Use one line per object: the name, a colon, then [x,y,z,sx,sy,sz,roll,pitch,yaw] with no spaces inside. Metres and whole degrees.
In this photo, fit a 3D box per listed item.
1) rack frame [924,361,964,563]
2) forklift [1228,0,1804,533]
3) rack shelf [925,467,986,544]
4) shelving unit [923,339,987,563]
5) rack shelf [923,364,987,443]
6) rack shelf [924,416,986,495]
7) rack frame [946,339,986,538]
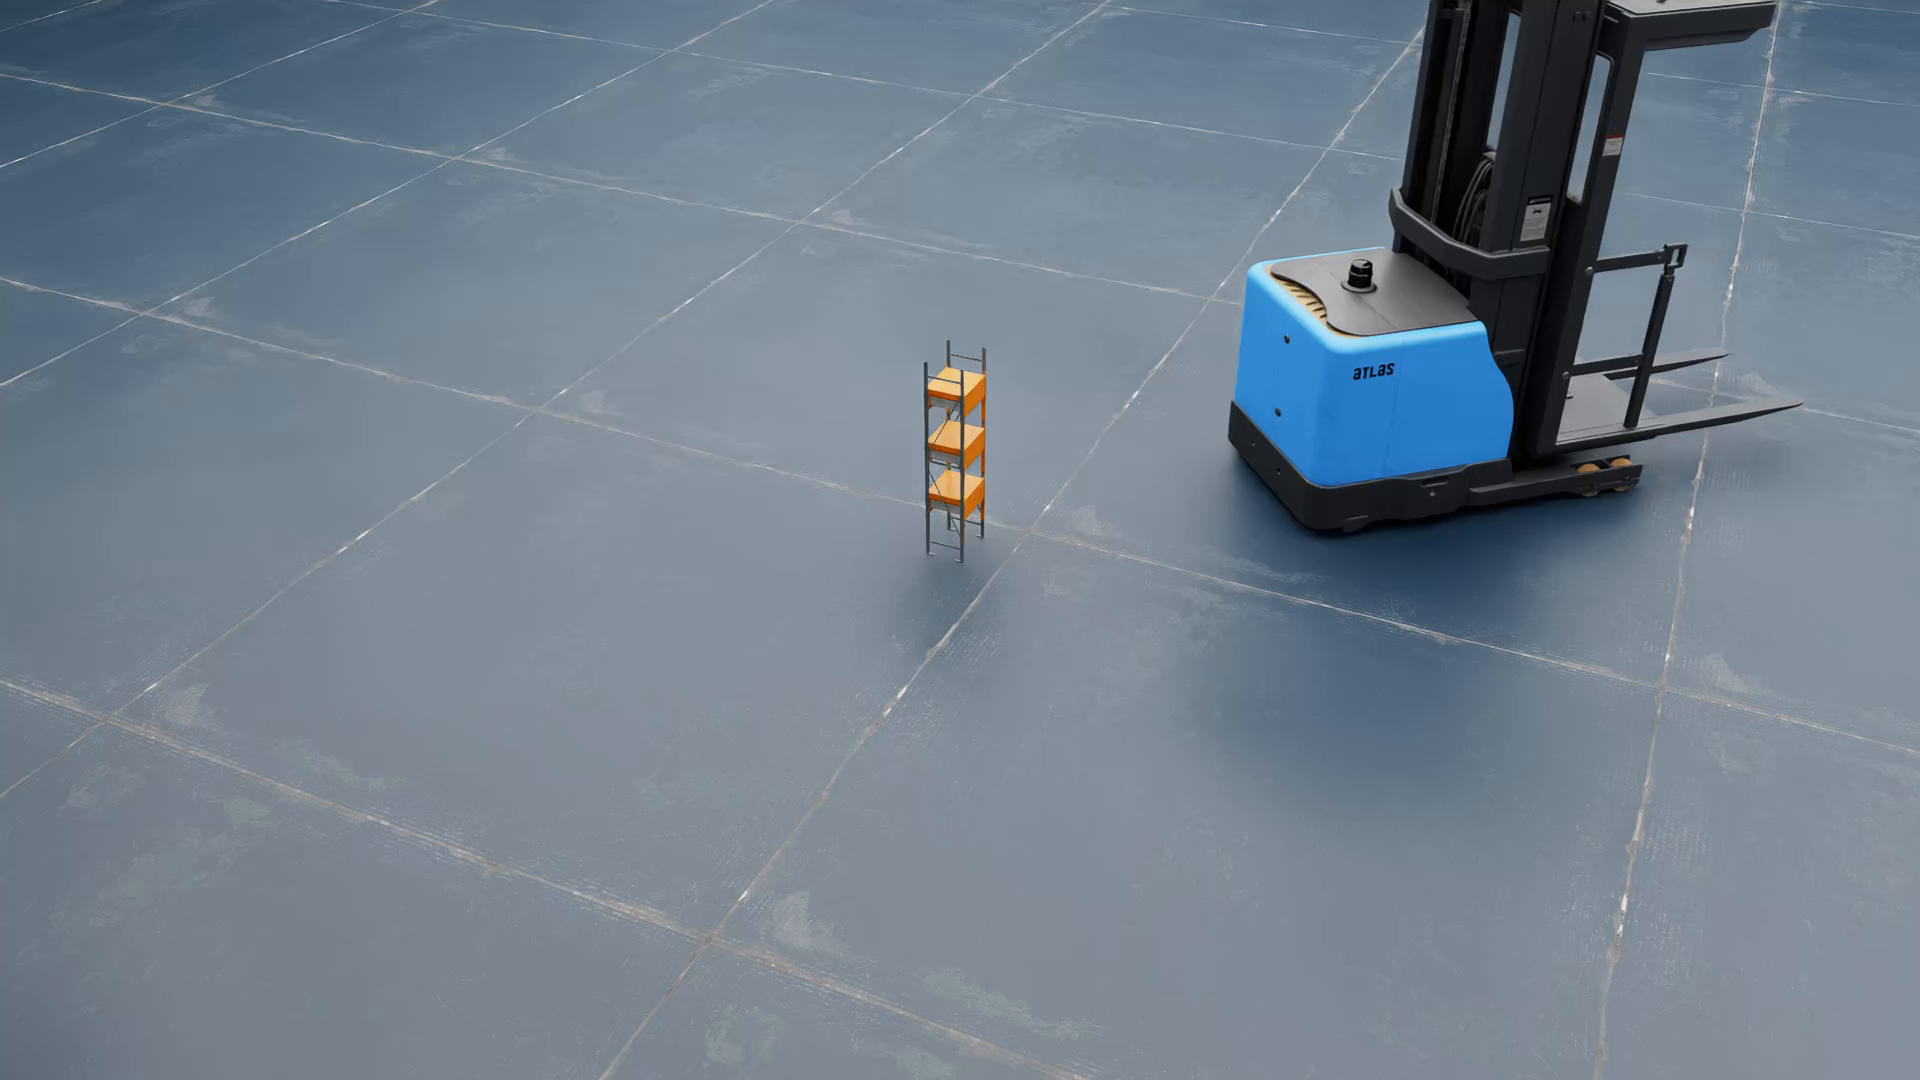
rack frame: [-0.073,-0.352,7.829,0.200,1.050,0.008,14,36,20]
forklift: [3.017,-1.718,8.197,3.031,2.935,1.130,-9,34,-14]
rack shelf: [-0.022,-0.171,8.080,0.215,0.259,0.240,14,36,20]
shelving unit: [-0.022,-0.412,7.921,0.215,1.050,0.252,14,36,20]
rack shelf: [-0.022,-0.641,7.772,0.215,0.259,0.240,14,36,20]
rack shelf: [-0.022,-0.404,7.927,0.215,0.259,0.240,14,36,20]
rack frame: [0.029,-0.473,8.014,0.200,1.050,0.008,14,36,20]
